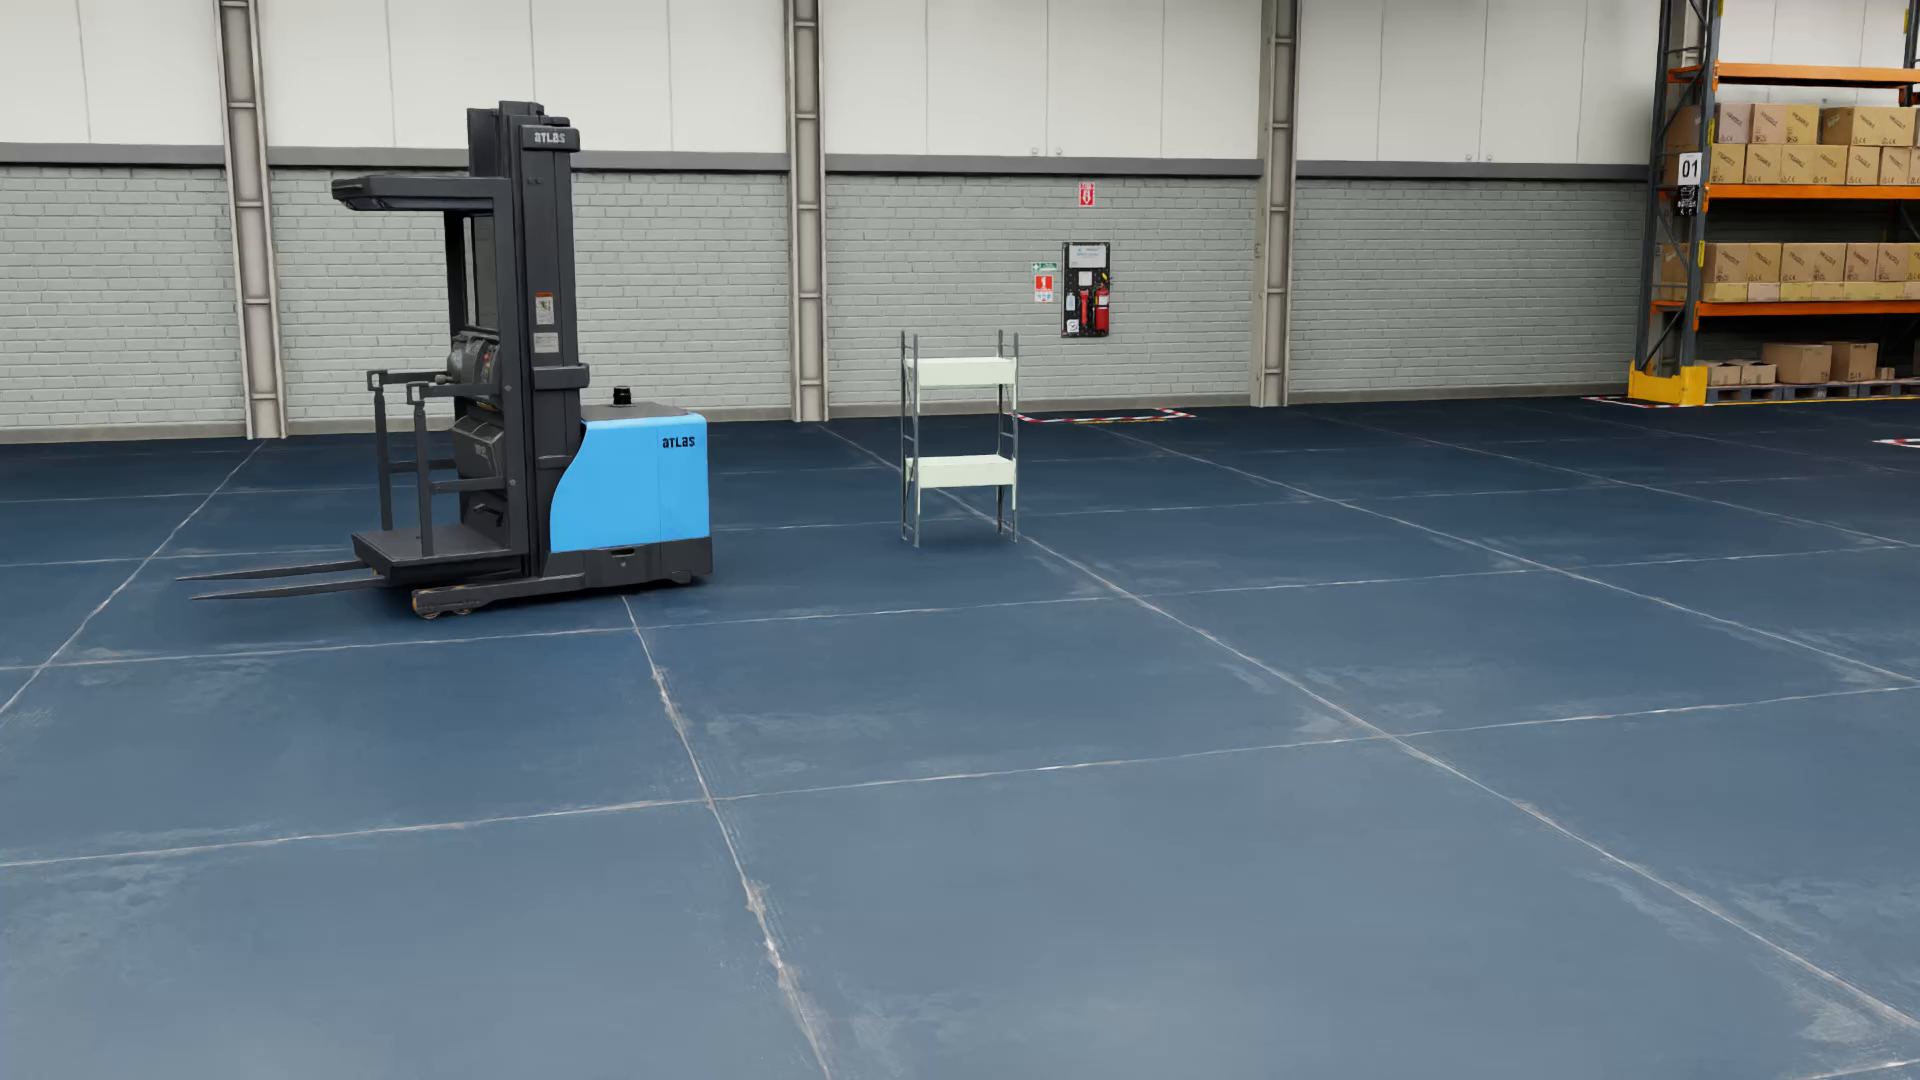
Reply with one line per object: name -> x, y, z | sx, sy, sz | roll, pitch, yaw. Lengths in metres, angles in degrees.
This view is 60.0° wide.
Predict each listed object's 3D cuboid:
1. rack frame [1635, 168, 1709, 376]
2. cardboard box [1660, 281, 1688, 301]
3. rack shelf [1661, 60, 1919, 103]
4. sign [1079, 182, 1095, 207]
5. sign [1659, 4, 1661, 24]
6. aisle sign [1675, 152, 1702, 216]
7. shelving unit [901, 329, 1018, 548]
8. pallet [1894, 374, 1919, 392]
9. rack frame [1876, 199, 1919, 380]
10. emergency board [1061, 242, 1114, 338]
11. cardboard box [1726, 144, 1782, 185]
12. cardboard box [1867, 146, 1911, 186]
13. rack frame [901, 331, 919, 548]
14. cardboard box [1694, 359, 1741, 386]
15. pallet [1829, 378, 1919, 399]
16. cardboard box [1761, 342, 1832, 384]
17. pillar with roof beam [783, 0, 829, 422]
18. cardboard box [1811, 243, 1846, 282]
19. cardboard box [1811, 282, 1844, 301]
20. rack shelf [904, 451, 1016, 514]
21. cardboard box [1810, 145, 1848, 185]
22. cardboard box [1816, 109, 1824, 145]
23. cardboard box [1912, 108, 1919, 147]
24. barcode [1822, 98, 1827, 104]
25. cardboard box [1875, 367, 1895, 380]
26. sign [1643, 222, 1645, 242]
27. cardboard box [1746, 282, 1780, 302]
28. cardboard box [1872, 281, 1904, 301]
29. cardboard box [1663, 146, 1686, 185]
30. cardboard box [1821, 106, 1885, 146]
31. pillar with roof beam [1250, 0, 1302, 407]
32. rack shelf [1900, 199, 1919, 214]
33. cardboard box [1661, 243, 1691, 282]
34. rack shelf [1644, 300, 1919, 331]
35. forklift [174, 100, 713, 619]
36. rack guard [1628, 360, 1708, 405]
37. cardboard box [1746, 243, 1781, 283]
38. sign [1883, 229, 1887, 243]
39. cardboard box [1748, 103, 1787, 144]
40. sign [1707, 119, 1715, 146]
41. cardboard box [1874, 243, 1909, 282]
rack frame -> 9.306, -3.323, 21.811 | 0.127, 3.000, 1.000 | -3, 11, -16
cardboard box -> 9.700, -3.316, 22.134 | 0.500, 0.250, 0.500 | -3, 11, -15
rack shelf -> 11.226, -6.019, 21.883 | 4.000, 0.370, 1.077 | -3, 11, -16
sign -> 1.556, -4.244, 20.410 | 0.199, 0.298, 0.001 | -3, 11, -16
sign -> 9.170, -6.908, 21.699 | 0.005, 0.325, 0.100 | -3, 11, -16
aisle sign -> 9.320, -4.546, 21.273 | 0.004, 0.787, 0.394 | -3, 11, -16
shelving unit -> -0.006, -0.737, 11.909 | 0.755, 1.500, 0.431 | -3, 11, -16
pallet -> 13.893, -2.193, 23.378 | 1.213, 0.211, 1.003 | -3, 11, -16
rack frame -> 13.146, -3.525, 22.911 | 0.127, 3.000, 1.000 | -3, 11, -16
emergency board -> 1.592, -3.087, 20.528 | 0.643, 1.169, 0.194 | -3, 11, -16
cardboard box -> 10.222, -4.851, 21.498 | 0.500, 0.500, 0.500 | -2, 11, -12
cardboard box -> 12.241, -4.968, 22.129 | 0.500, 0.500, 0.500 | -4, 11, -21
rack frame -> -0.358, -0.719, 11.808 | 0.023, 1.500, 0.400 | -3, 11, -16
cardboard box -> 9.995, -2.236, 22.120 | 0.500, 0.311, 0.500 | -4, 11, -22
pallet -> 12.511, -2.114, 22.945 | 1.213, 0.211, 1.003 | -3, 11, -16
cardboard box -> 11.261, -2.386, 22.414 | 0.500, 0.500, 0.700 | -4, 11, -20
pillar with roof beam -> -0.583, -5.103, 14.913 | 0.400, 9.000, 9.100 | -3, 11, -16
cardboard box -> 11.315, -3.676, 22.018 | 0.500, 0.500, 0.500 | -3, 11, -14
cardboard box -> 11.334, -3.307, 22.085 | 0.500, 0.250, 0.500 | -3, 11, -15
rack shelf -> -0.006, -0.417, 11.968 | 0.720, 0.370, 0.431 | -3, 11, -16
cardboard box -> 11.228, -4.909, 21.812 | 0.500, 0.500, 0.500 | -2, 11, -12
cardboard box -> 11.132, -5.491, 22.210 | 0.500, 0.500, 0.500 | -3, 11, -16
cardboard box -> 12.741, -5.479, 22.144 | 0.500, 0.500, 0.500 | -4, 11, -21
barcode -> 11.691, -5.939, 22.491 | 0.075, 0.075, 0.001 | -3, 11, -16
cardboard box -> 12.641, -2.316, 22.952 | 0.250, 0.166, 0.380 | -5, 11, -23
sign -> 9.170, -4.145, 22.207 | 0.005, 0.325, 0.100 | -3, 11, -16
cardboard box -> 10.357, -3.257, 21.813 | 0.500, 0.250, 0.500 | -3, 11, -18
cardboard box -> 12.295, -3.361, 22.377 | 0.500, 0.250, 0.500 | -3, 11, -16
cardboard box -> 9.635, -4.922, 21.882 | 0.500, 0.500, 0.500 | -2, 11, -12
cardboard box -> 11.719, -5.421, 21.830 | 0.500, 0.500, 0.500 | -3, 11, -18
pillar with roof beam -> 5.178, -5.407, 16.563 | 0.400, 9.000, 9.100 | -3, 11, -16
rack shelf -> 15.066, -4.748, 23.254 | 4.000, 0.370, 1.077 | -3, 11, -16
cardboard box -> 9.699, -3.688, 22.085 | 0.500, 0.500, 0.500 | -3, 11, -17
rack shelf -> 11.226, -3.070, 22.426 | 4.000, 0.370, 1.077 | -3, 11, -16
forklift -> -3.093, -1.097, 9.911 | 3.031, 2.935, 1.130 | -6, 12, -31
rack guard -> 9.378, -2.097, 22.058 | 0.348, 0.500, 1.175 | -3, 11, -16
cardboard box -> 10.325, -3.623, 21.729 | 0.500, 0.500, 0.500 | -3, 11, -16
sign -> 12.988, -4.191, 23.329 | 0.005, 0.325, 0.100 | -3, 11, -16
cardboard box -> 10.239, -5.343, 21.405 | 0.500, 0.500, 0.500 | -3, 11, -17
sign -> 9.457, -5.134, 20.948 | 0.005, 0.325, 0.100 | -3, 11, -16
cardboard box -> 12.301, -3.726, 22.290 | 0.500, 0.500, 0.500 | -3, 11, -16
